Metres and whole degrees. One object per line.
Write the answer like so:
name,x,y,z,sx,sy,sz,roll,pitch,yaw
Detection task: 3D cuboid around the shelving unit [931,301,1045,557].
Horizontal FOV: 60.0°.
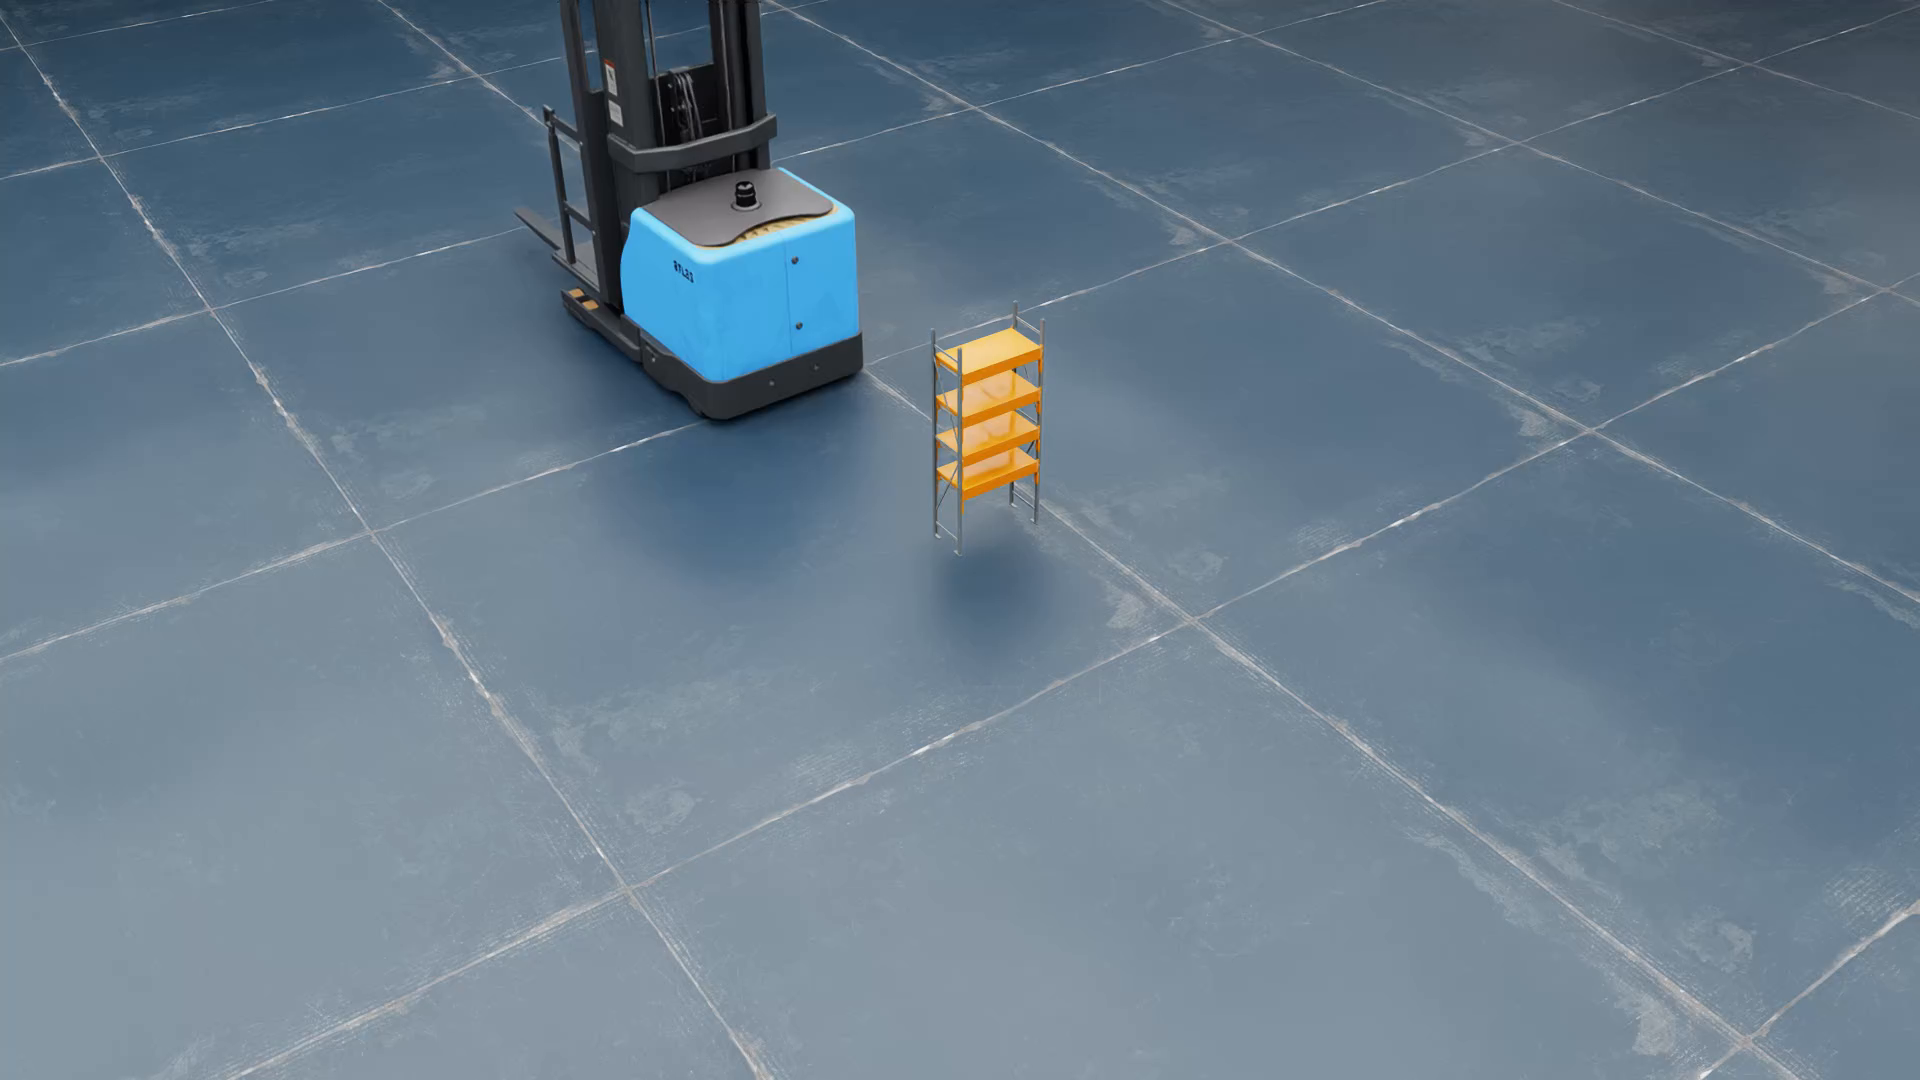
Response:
shelving unit,0.135,-0.543,8.290,0.503,1.200,0.258,-22,41,-28

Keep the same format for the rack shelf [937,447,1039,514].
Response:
rack shelf,0.135,-0.327,8.446,0.480,0.148,0.258,-22,41,-28

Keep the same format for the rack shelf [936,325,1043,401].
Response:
rack shelf,0.135,-0.862,8.061,0.480,0.148,0.258,-22,41,-28

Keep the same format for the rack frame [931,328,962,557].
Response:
rack frame,-0.064,-0.461,8.176,0.015,1.200,0.240,-22,41,-28

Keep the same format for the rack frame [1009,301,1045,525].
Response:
rack frame,0.335,-0.625,8.405,0.015,1.200,0.240,-22,41,-28

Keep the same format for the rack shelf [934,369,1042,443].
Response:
rack shelf,0.135,-0.670,8.199,0.480,0.148,0.258,-22,41,-28

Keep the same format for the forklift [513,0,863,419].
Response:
forklift,-1.863,-2.677,9.775,1.130,2.935,3.031,-24,42,-29

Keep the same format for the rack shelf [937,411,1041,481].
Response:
rack shelf,0.135,-0.488,8.330,0.480,0.148,0.258,-22,41,-28
